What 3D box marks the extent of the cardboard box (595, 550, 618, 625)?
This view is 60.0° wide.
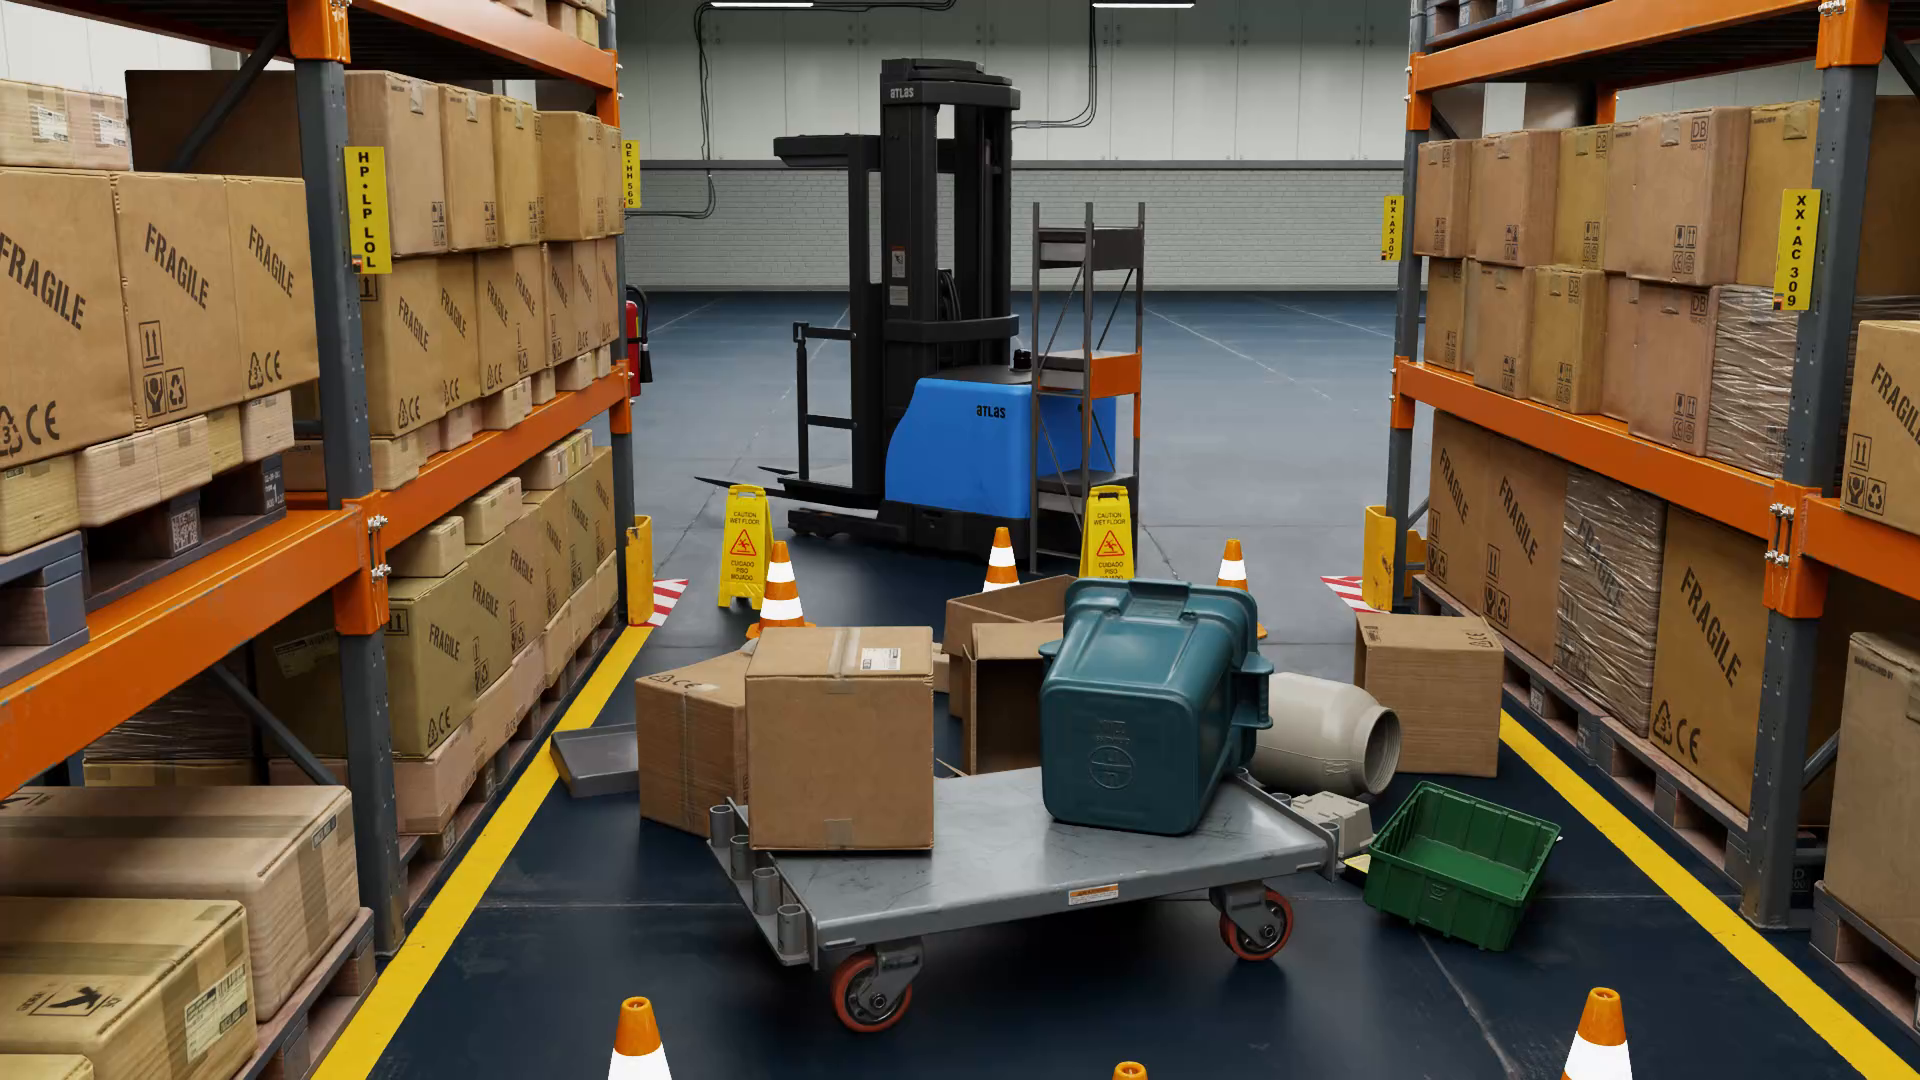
[{"bbox_3d":[-1.901,0.219,7.796,0.500,0.250,0.500,0,11,-1],"label":"cardboard box"}]

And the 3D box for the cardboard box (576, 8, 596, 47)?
[{"bbox_3d":[-1.863,-2.315,7.514,0.380,0.149,0.250,0,11,-1],"label":"cardboard box"}]

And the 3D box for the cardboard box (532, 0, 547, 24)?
[{"bbox_3d":[-1.900,-2.162,6.761,0.380,0.149,0.250,0,11,-2],"label":"cardboard box"}]

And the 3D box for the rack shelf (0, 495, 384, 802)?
[{"bbox_3d":[-2.063,0.458,2.567,1.077,0.370,4.000,0,11,-1],"label":"rack shelf"}]

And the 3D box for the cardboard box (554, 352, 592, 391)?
[{"bbox_3d":[-1.830,-0.739,7.288,0.380,0.149,0.250,0,11,0],"label":"cardboard box"}]

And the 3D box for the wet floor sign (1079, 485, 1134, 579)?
[{"bbox_3d":[0.779,0.028,8.796,0.267,0.644,0.232,-2,12,-11],"label":"wet floor sign"}]

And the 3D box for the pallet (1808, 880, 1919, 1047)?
[{"bbox_3d":[2.933,1.187,4.177,1.003,0.211,1.213,0,11,-1],"label":"pallet"}]

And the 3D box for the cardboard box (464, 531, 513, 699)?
[{"bbox_3d":[-1.870,0.257,5.720,0.500,0.500,0.500,0,11,1],"label":"cardboard box"}]

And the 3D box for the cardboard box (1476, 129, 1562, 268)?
[{"bbox_3d":[2.708,-1.436,6.999,0.875,0.550,0.550,0,11,-1],"label":"cardboard box"}]

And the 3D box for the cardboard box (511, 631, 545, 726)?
[{"bbox_3d":[-1.883,0.520,6.313,0.500,0.250,0.500,0,11,-2],"label":"cardboard box"}]

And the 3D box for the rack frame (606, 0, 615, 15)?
[{"bbox_3d":[-2.187,-4.028,7.778,1.000,3.000,0.127,0,11,-1],"label":"rack frame"}]

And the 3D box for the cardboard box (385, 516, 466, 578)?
[{"bbox_3d":[-1.790,0.021,5.255,0.380,0.149,0.250,0,11,0],"label":"cardboard box"}]

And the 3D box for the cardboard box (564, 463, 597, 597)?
[{"bbox_3d":[-1.896,-0.051,7.241,0.500,0.500,0.500,0,11,1],"label":"cardboard box"}]

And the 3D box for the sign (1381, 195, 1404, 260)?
[{"bbox_3d":[2.204,-1.590,8.475,0.100,0.325,0.005,0,11,-1],"label":"sign"}]

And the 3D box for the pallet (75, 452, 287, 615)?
[{"bbox_3d":[-2.234,-0.046,3.723,1.003,0.211,1.213,0,11,-1],"label":"pallet"}]

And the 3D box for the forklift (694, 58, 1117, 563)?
[{"bbox_3d":[-0.481,-1.516,10.660,3.031,2.935,1.130,9,15,39],"label":"forklift"}]

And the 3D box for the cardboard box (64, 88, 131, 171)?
[{"bbox_3d":[-1.842,-0.783,3.187,0.380,0.149,0.250,-1,11,-3],"label":"cardboard box"}]

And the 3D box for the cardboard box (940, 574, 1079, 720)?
[{"bbox_3d":[0.380,0.475,6.953,0.797,0.503,0.637,-10,15,-40],"label":"cardboard box"}]

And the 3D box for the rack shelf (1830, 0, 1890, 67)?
[{"bbox_3d":[2.883,-1.053,2.468,1.077,0.370,4.000,0,11,-1],"label":"rack shelf"}]

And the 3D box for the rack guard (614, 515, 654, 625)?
[{"bbox_3d":[-2.186,0.153,8.549,1.175,0.500,0.348,0,11,-1],"label":"rack guard"}]

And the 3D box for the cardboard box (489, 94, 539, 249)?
[{"bbox_3d":[-1.869,-1.267,5.745,0.700,0.500,0.500,0,11,-2],"label":"cardboard box"}]

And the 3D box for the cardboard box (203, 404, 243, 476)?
[{"bbox_3d":[-1.830,-0.221,3.681,0.380,0.149,0.250,-1,11,-3],"label":"cardboard box"}]

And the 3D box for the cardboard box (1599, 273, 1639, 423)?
[{"bbox_3d":[2.895,-0.697,6.071,0.875,0.550,0.550,0,11,-1],"label":"cardboard box"}]

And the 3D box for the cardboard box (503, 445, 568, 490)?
[{"bbox_3d":[-1.830,-0.298,6.825,0.380,0.149,0.250,0,11,1],"label":"cardboard box"}]

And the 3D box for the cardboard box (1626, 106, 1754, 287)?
[{"bbox_3d":[2.741,-1.118,5.431,0.875,0.550,0.550,0,11,-1],"label":"cardboard box"}]

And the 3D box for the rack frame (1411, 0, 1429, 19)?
[{"bbox_3d":[2.759,-4.068,7.978,1.000,3.000,0.127,0,11,-1],"label":"rack frame"}]

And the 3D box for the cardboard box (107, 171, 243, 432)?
[{"bbox_3d":[-1.854,-0.503,3.440,0.500,0.500,0.500,0,11,-1],"label":"cardboard box"}]

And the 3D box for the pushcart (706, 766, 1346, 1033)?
[{"bbox_3d":[0.174,0.974,4.811,1.648,0.377,0.936,-4,12,-21],"label":"pushcart"}]

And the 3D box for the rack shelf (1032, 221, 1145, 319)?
[{"bbox_3d":[0.718,-1.517,9.301,0.431,0.518,0.480,10,15,40],"label":"rack shelf"}]

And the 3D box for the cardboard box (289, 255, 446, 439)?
[{"bbox_3d":[-1.835,-0.576,4.853,0.500,0.500,0.500,0,11,-1],"label":"cardboard box"}]

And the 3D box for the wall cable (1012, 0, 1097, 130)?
[{"bbox_3d":[2.096,-12.121,39.120,2.305,6.003,0.169,0,11,-1],"label":"wall cable"}]

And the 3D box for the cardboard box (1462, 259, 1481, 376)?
[{"bbox_3d":[2.846,-1.019,7.658,0.875,0.550,0.550,0,11,-1],"label":"cardboard box"}]

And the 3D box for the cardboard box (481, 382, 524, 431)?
[{"bbox_3d":[-1.808,-0.487,6.049,0.380,0.149,0.250,0,11,-1],"label":"cardboard box"}]

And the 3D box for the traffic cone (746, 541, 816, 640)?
[{"bbox_3d":[-0.889,0.236,8.232,0.336,0.463,0.334,0,11,-1],"label":"traffic cone"}]

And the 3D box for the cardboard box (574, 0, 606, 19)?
[{"bbox_3d":[-1.907,-2.529,7.566,0.500,0.250,0.500,0,11,-2],"label":"cardboard box"}]

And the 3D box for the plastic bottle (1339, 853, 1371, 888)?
[{"bbox_3d":[1.328,1.059,5.187,0.133,0.061,0.283,-7,13,-30],"label":"plastic bottle"}]

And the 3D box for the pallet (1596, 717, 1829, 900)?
[{"bbox_3d":[2.905,0.882,5.679,1.003,0.211,1.213,0,11,-1],"label":"pallet"}]

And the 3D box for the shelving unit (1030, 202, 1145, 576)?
[{"bbox_3d":[0.718,-0.845,9.439,0.431,2.100,0.503,10,15,40],"label":"shelving unit"}]

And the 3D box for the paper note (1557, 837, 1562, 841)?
[{"bbox_3d":[1.923,0.992,5.590,0.147,0.020,0.142,-10,15,-40],"label":"paper note"}]

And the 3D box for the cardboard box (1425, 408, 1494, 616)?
[{"bbox_3d":[2.840,-0.158,8.080,0.875,0.875,0.875,0,11,-1],"label":"cardboard box"}]

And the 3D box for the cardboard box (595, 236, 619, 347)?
[{"bbox_3d":[-1.901,-1.175,7.809,0.500,0.500,0.500,0,11,-2],"label":"cardboard box"}]

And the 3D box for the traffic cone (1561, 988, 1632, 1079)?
[{"bbox_3d":[1.360,1.183,3.562,0.336,0.463,0.334,0,11,-1],"label":"traffic cone"}]

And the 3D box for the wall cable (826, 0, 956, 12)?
[{"bbox_3d":[-1.597,-13.625,38.754,3.097,2.526,0.112,0,11,-1],"label":"wall cable"}]

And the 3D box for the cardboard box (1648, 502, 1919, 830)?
[{"bbox_3d":[2.899,0.377,5.442,0.875,0.875,0.875,0,11,0],"label":"cardboard box"}]

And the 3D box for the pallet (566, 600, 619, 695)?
[{"bbox_3d":[-2.204,0.456,7.781,1.003,0.211,1.213,0,11,-1],"label":"pallet"}]

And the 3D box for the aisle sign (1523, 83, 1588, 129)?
[{"bbox_3d":[3.058,-2.417,8.391,0.394,0.787,0.004,0,11,-1],"label":"aisle sign"}]

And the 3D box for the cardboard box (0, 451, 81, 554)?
[{"bbox_3d":[-1.811,-0.071,2.940,0.380,0.149,0.250,0,11,-1],"label":"cardboard box"}]

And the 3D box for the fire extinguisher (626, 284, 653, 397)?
[{"bbox_3d":[-1.729,-1.074,8.504,0.296,0.674,0.183,0,11,-1],"label":"fire extinguisher"}]

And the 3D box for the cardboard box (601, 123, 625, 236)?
[{"bbox_3d":[-1.959,-1.672,7.740,0.700,0.500,0.500,-1,11,-3],"label":"cardboard box"}]

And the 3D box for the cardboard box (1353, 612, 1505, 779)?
[{"bbox_3d":[1.784,0.587,6.403,0.500,0.500,0.500,2,12,9],"label":"cardboard box"}]

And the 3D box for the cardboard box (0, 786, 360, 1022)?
[{"bbox_3d":[-2.091,0.894,4.161,0.950,0.372,0.625,0,11,0],"label":"cardboard box"}]

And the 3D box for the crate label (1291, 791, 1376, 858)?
[{"bbox_3d":[1.226,0.944,5.562,0.298,0.136,0.250,-10,15,-40],"label":"crate label"}]

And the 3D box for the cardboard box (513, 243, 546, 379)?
[{"bbox_3d":[-1.897,-0.876,6.331,0.500,0.500,0.500,0,11,0],"label":"cardboard box"}]

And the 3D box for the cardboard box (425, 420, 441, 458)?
[{"bbox_3d":[-1.884,-0.336,5.302,0.380,0.149,0.250,0,11,-1],"label":"cardboard box"}]
